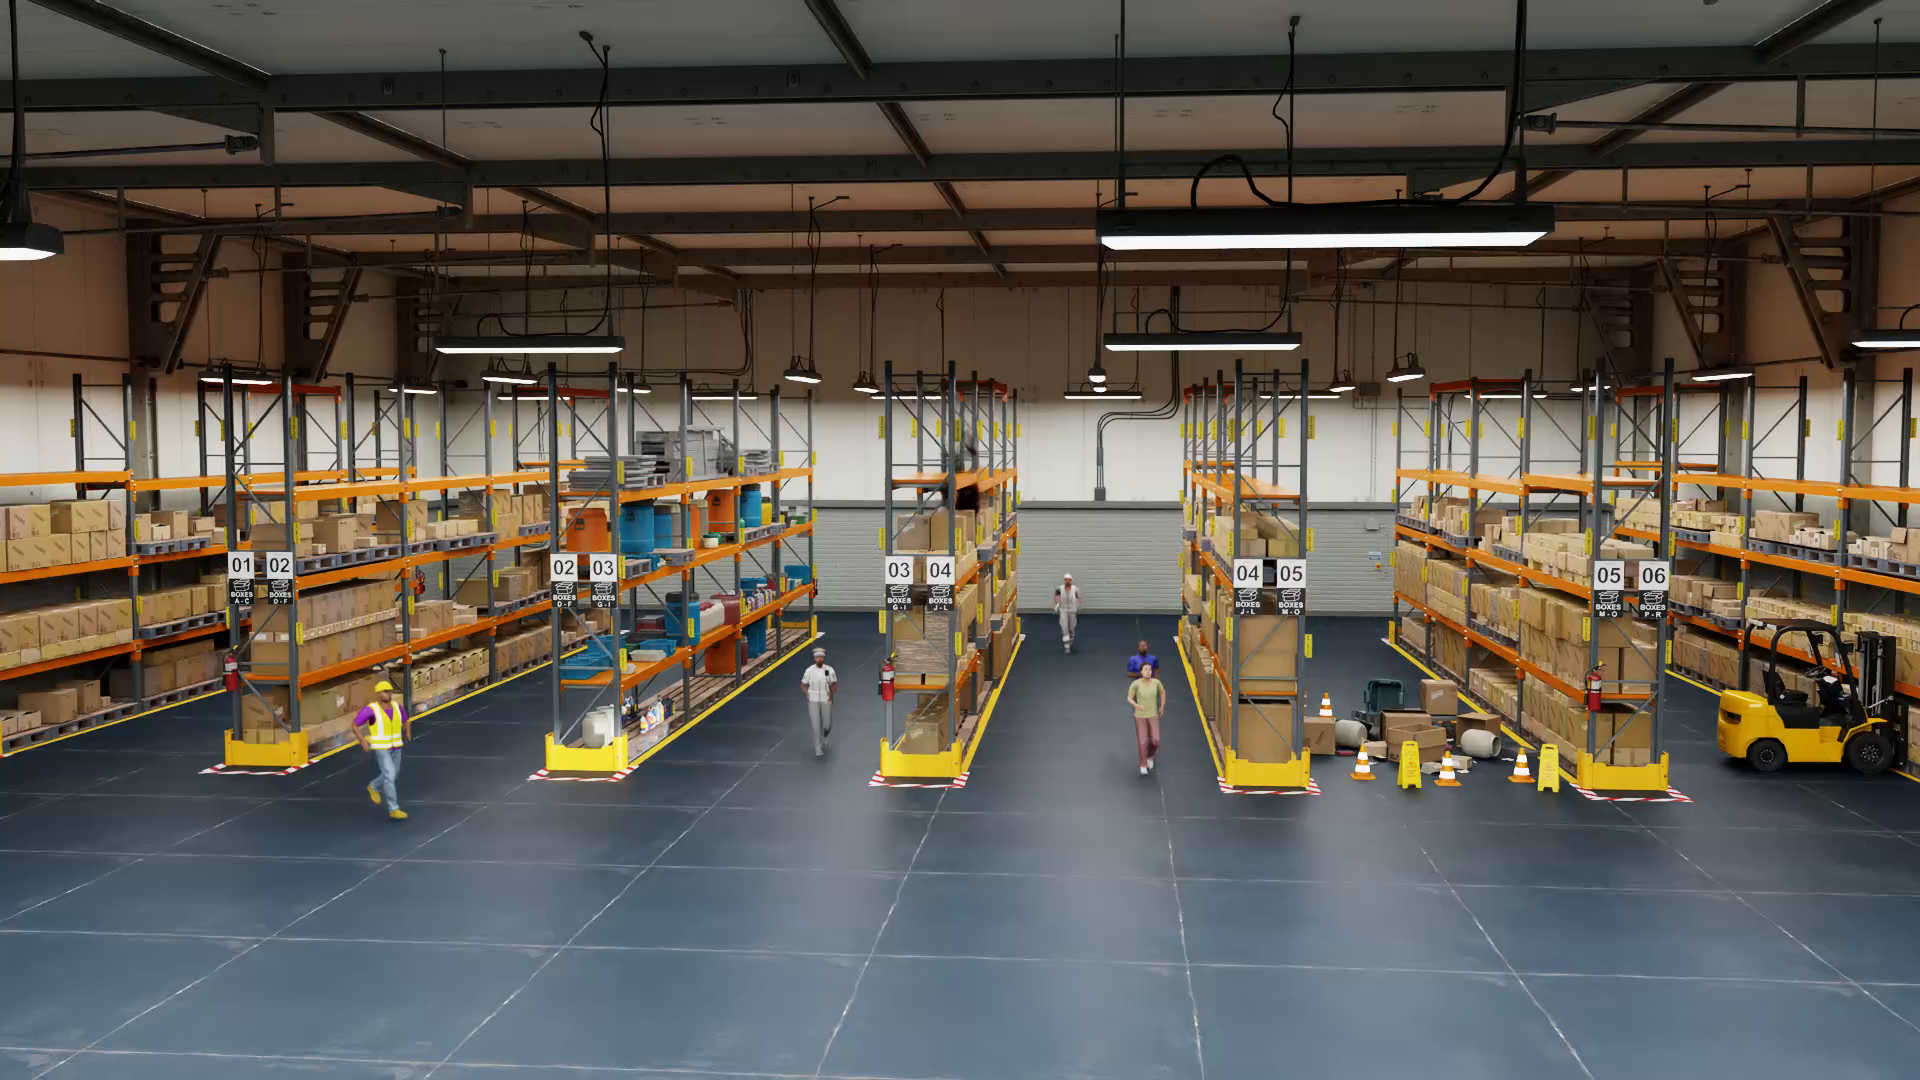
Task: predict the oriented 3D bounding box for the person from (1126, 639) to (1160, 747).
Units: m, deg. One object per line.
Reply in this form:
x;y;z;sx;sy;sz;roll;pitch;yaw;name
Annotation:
2.928;2.440;26.513;0.555;1.713;0.702;0;4;3;person

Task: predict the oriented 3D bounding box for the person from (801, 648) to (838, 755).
-2.179;2.482;25.750;0.574;1.650;0.587;0;4;-5;person

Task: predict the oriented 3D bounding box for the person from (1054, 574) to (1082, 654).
2.443;1.642;37.691;0.632;1.780;0.956;0;4;3;person

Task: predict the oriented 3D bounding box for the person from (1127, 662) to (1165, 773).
2.740;2.589;24.231;0.602;1.639;0.544;0;4;-7;person

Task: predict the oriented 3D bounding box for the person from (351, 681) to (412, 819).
-7.471;2.697;21.588;0.930;1.746;0.731;3;5;37;person
